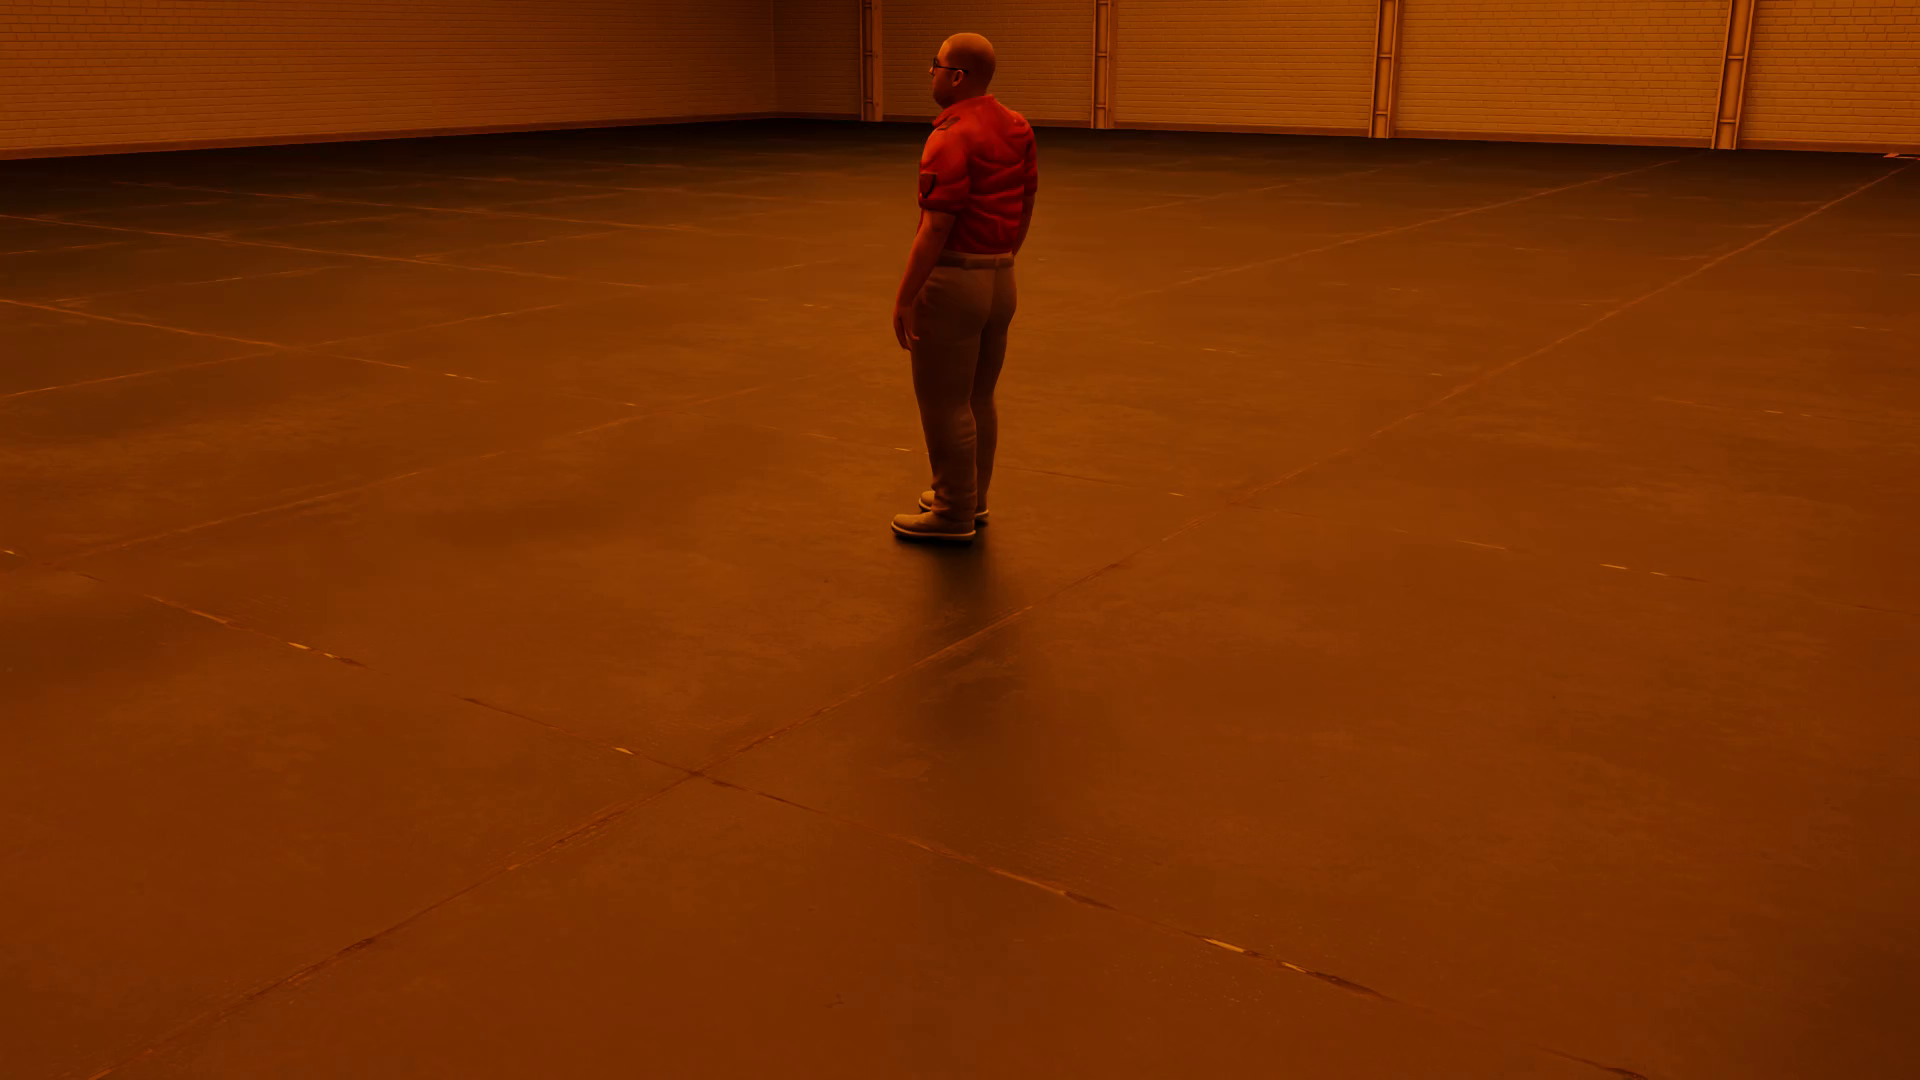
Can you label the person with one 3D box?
[{"bbox_3d":[-0.067,-0.852,5.757,0.551,1.727,0.640,11,20,33],"label":"person"}]
